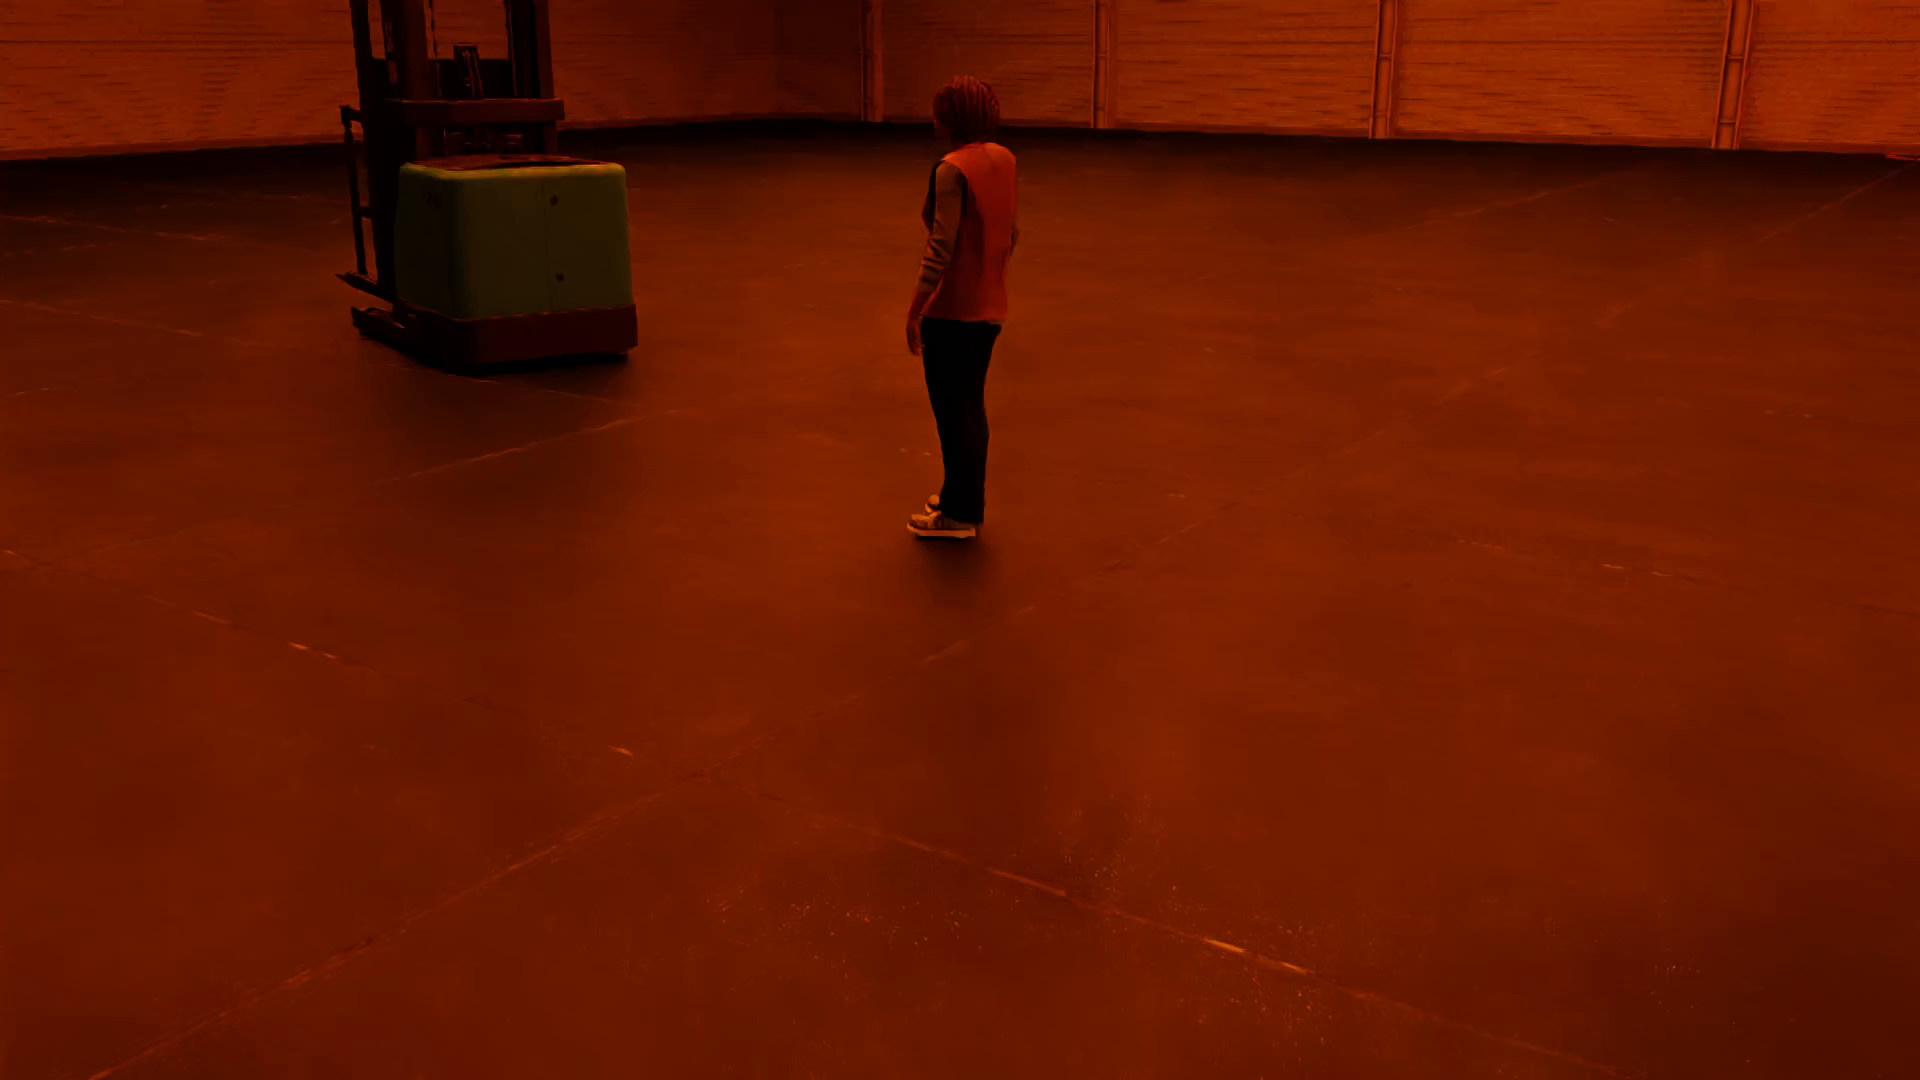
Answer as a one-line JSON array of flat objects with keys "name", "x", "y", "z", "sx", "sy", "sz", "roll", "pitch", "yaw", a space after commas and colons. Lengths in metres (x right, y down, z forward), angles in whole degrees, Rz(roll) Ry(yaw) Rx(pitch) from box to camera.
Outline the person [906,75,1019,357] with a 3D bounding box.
[{"name": "person", "x": 0.023, "y": -1.093, "z": 5.610, "sx": 0.257, "sy": 0.920, "sz": 0.502, "roll": 11, "pitch": 20, "yaw": 33}]

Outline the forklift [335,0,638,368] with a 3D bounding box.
[{"name": "forklift", "x": -3.066, "y": -2.691, "z": 9.832, "sx": 1.130, "sy": 2.935, "sz": 3.031, "roll": -11, "pitch": 20, "yaw": -33}]
